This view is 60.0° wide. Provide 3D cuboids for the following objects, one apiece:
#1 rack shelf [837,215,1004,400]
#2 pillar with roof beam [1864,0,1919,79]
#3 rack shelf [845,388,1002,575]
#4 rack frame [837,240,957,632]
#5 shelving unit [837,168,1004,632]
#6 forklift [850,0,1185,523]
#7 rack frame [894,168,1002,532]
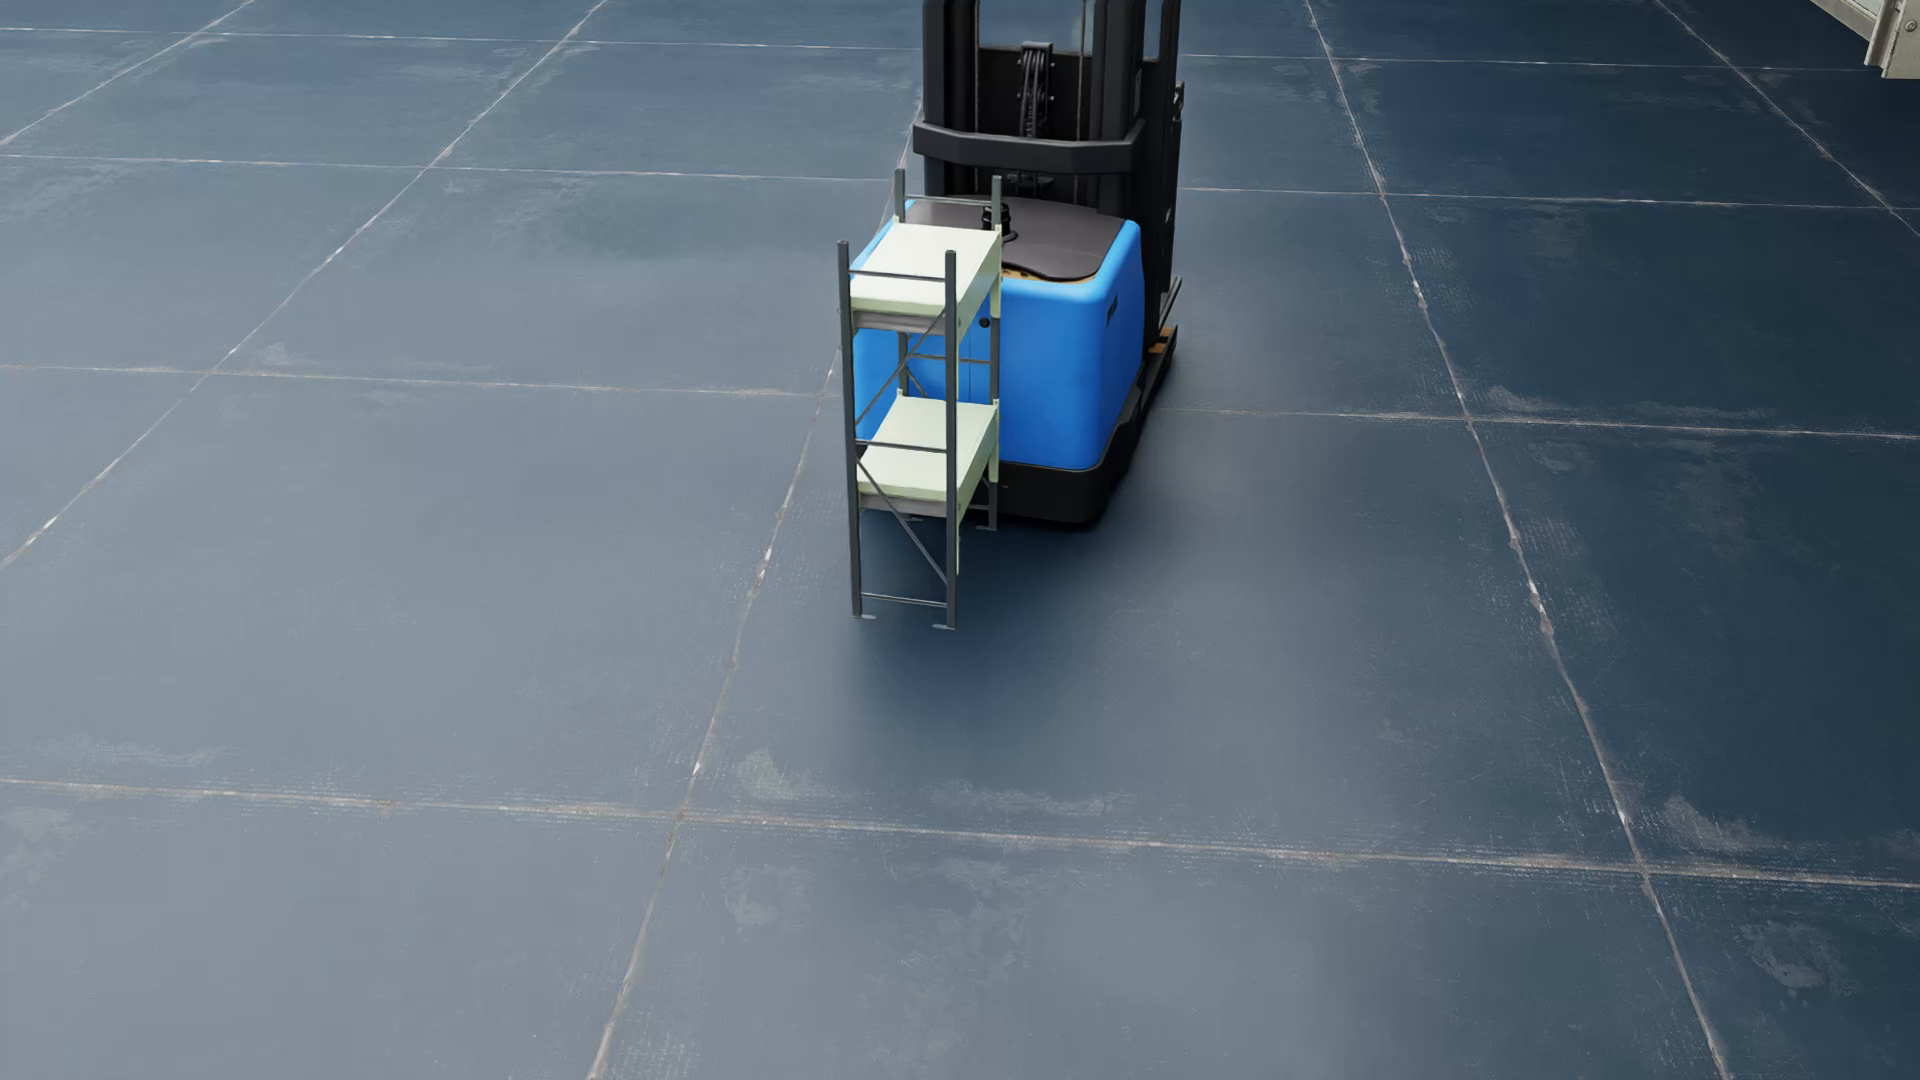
[{"bbox_3d":[-0.126,-0.845,5.948,0.431,0.370,0.720,7,32,11],"label":"rack shelf"},{"bbox_3d":[2.709,-7.526,10.385,9.100,9.000,0.400,2,32,4],"label":"pillar with roof beam"},{"bbox_3d":[-0.126,-0.235,6.324,0.431,0.370,0.720,7,32,11],"label":"rack shelf"},{"bbox_3d":[-0.209,-0.326,5.849,0.400,1.500,0.023,7,32,11],"label":"rack frame"},{"bbox_3d":[-0.126,-0.513,6.153,0.431,1.500,0.755,7,32,11],"label":"shelving unit"},{"bbox_3d":[0.444,-2.080,7.332,1.130,2.935,3.031,8,33,13],"label":"forklift"},{"bbox_3d":[-0.044,-0.700,6.456,0.400,1.500,0.023,7,32,11],"label":"rack frame"}]
